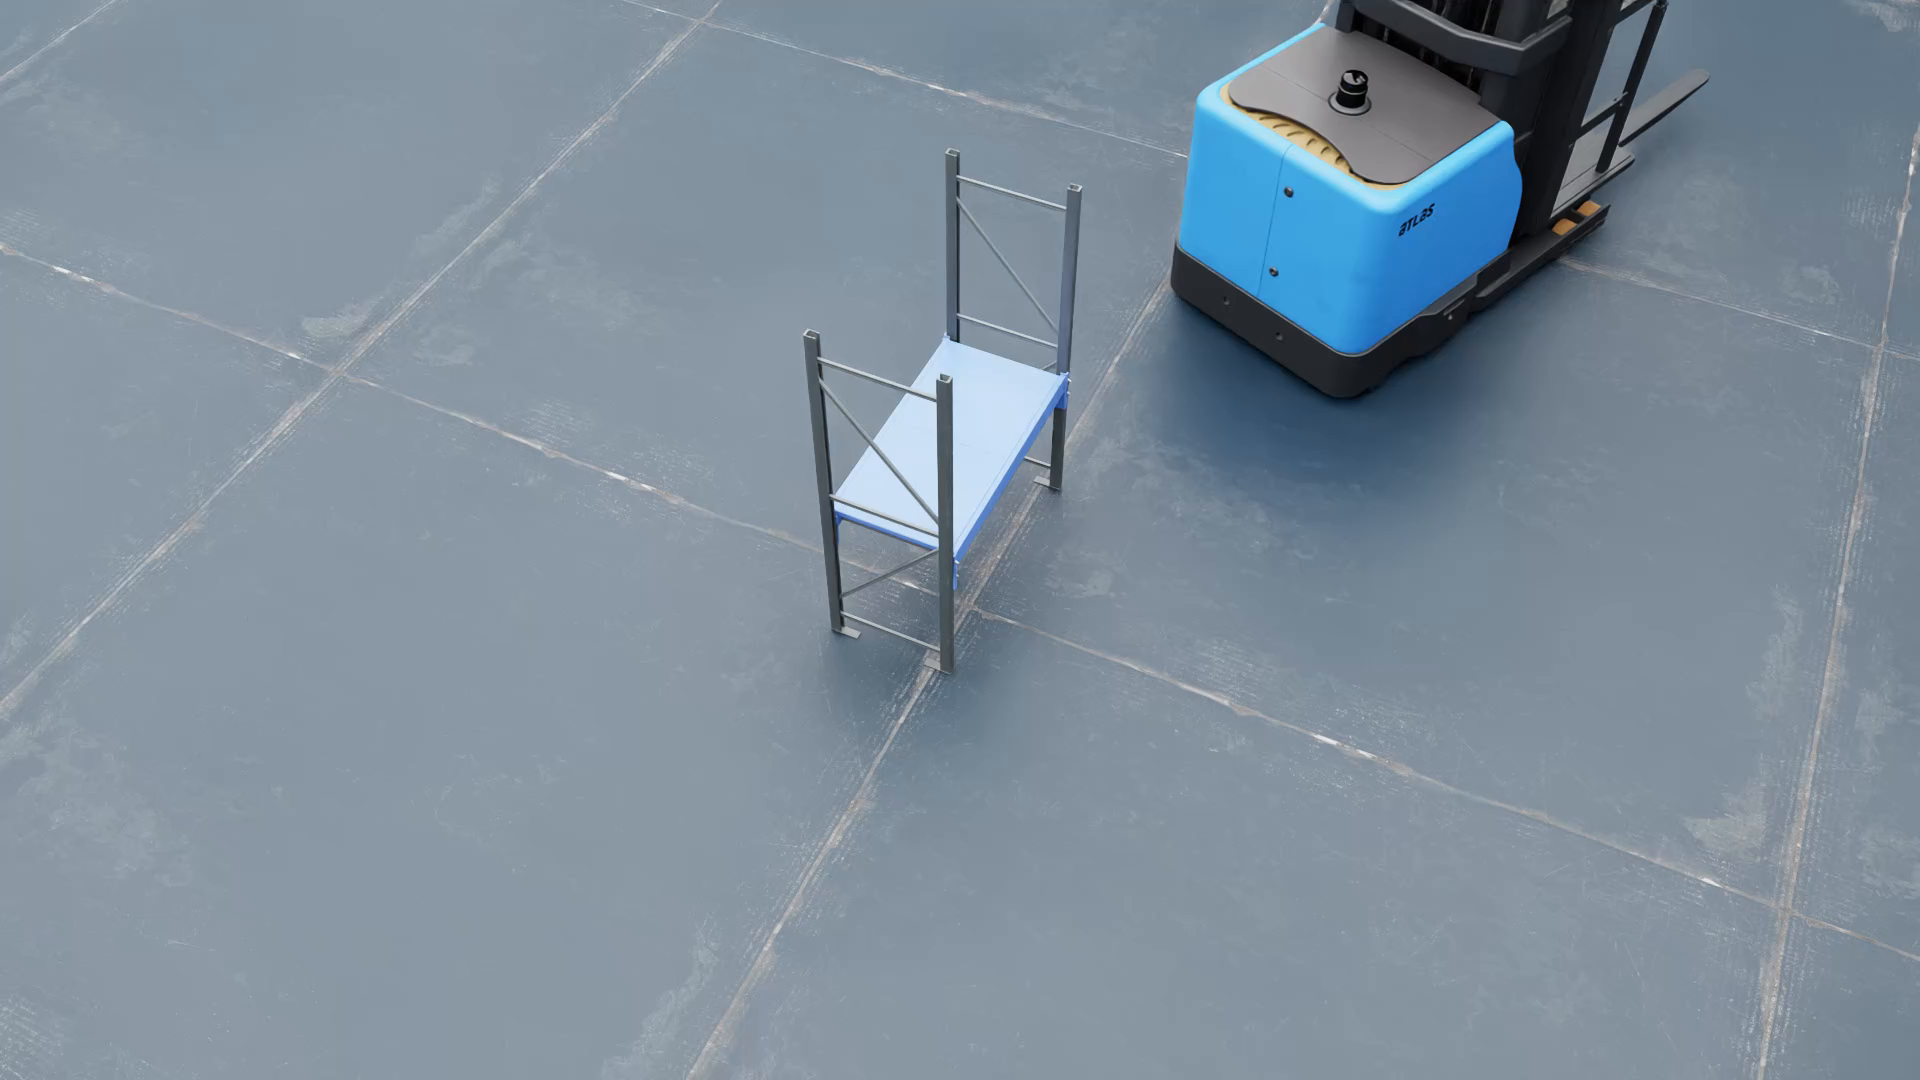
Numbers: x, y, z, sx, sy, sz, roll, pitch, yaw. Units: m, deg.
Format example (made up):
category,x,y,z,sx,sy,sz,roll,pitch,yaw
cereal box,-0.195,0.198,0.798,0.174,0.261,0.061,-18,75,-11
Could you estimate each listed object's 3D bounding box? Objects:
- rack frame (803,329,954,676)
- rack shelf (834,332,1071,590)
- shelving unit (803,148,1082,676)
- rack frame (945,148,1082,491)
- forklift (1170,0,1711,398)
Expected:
category,x,y,z,sx,sy,sz,roll,pitch,yaw
rack frame,-0.254,-0.077,5.646,0.500,1.500,0.032,20,52,16
rack shelf,-0.036,-0.311,6.081,0.538,0.185,1.000,20,52,16
shelving unit,-0.036,-0.427,5.944,0.538,1.500,1.048,20,52,16
rack frame,0.181,-0.777,6.242,0.500,1.500,0.032,20,52,16
forklift,2.373,-2.533,6.796,3.031,2.935,1.130,-34,58,-26
